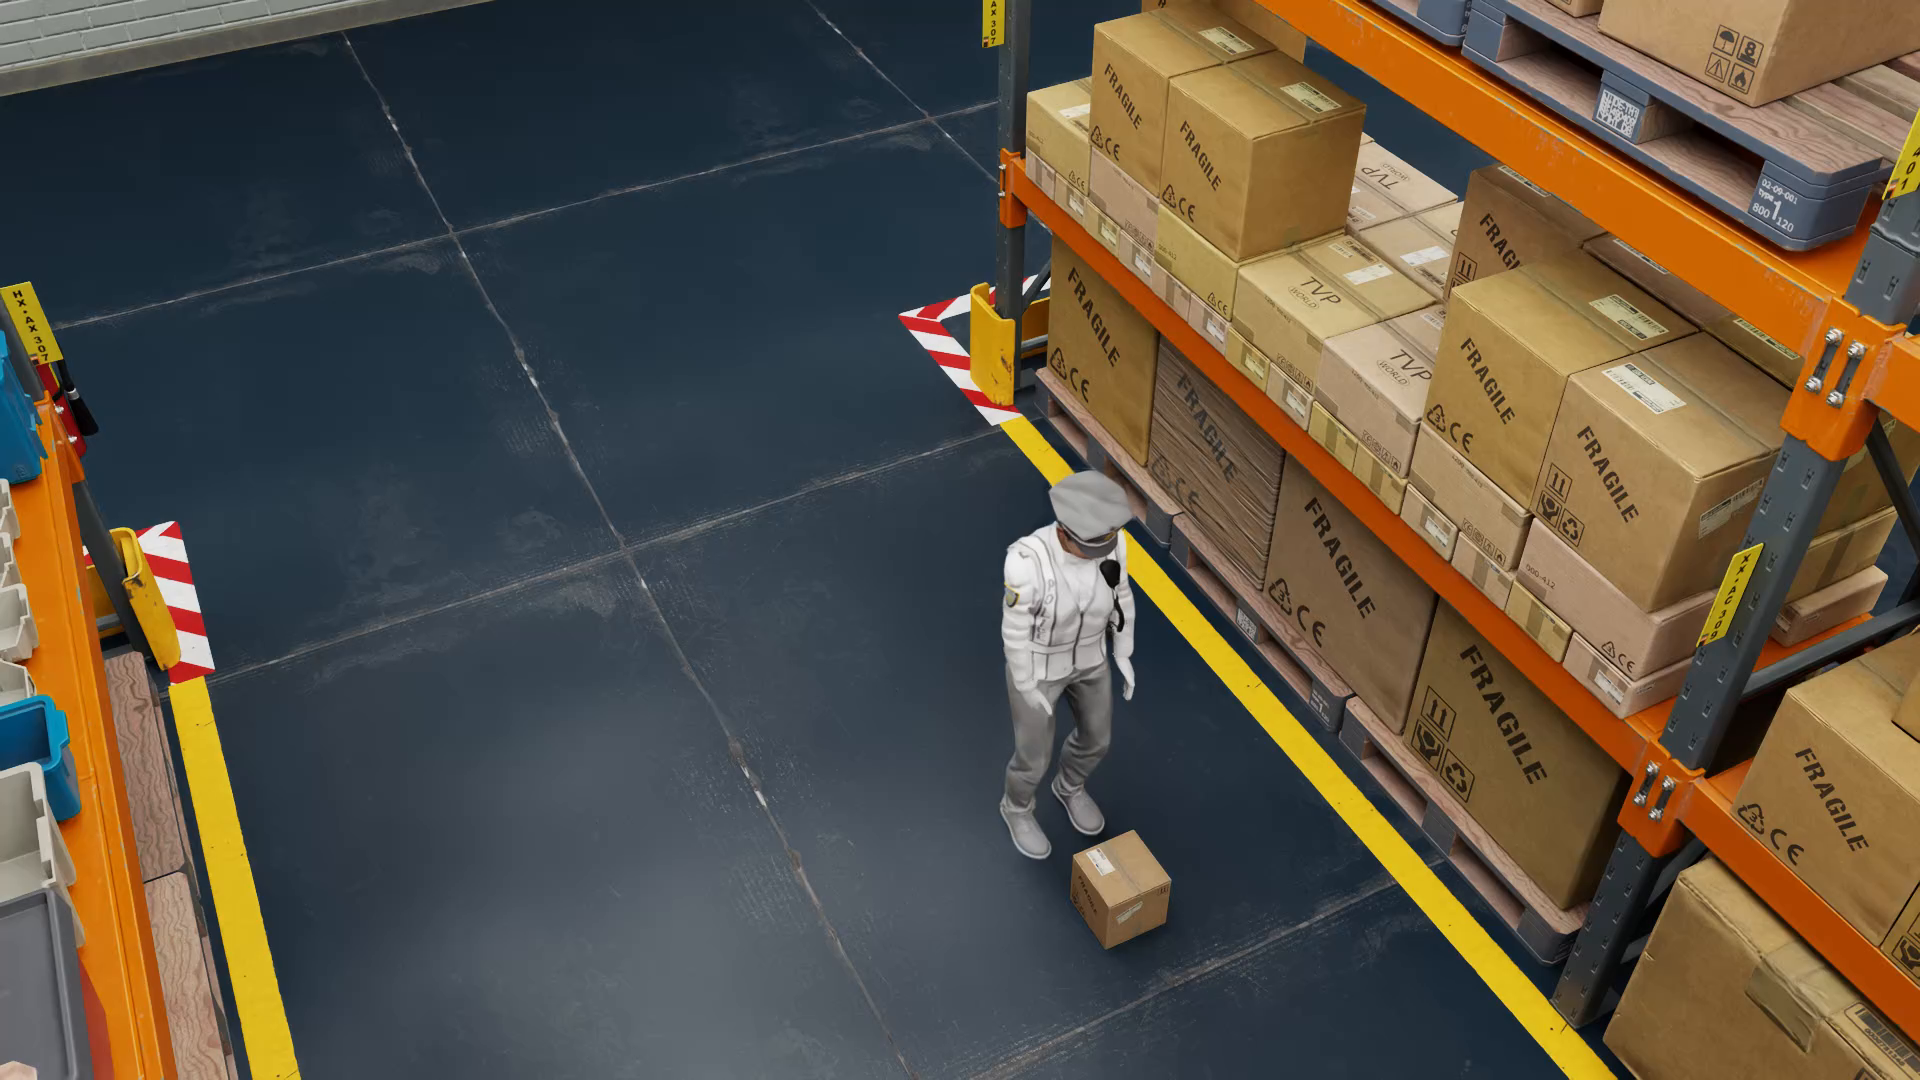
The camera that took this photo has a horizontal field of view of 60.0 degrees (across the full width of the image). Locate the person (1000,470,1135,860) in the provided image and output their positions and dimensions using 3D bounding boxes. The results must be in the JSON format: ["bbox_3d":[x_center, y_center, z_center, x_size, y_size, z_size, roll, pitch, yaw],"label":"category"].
[{"bbox_3d":[0.371,0.433,5.692,0.488,1.648,0.391,-18,45,-19],"label":"person"}]
